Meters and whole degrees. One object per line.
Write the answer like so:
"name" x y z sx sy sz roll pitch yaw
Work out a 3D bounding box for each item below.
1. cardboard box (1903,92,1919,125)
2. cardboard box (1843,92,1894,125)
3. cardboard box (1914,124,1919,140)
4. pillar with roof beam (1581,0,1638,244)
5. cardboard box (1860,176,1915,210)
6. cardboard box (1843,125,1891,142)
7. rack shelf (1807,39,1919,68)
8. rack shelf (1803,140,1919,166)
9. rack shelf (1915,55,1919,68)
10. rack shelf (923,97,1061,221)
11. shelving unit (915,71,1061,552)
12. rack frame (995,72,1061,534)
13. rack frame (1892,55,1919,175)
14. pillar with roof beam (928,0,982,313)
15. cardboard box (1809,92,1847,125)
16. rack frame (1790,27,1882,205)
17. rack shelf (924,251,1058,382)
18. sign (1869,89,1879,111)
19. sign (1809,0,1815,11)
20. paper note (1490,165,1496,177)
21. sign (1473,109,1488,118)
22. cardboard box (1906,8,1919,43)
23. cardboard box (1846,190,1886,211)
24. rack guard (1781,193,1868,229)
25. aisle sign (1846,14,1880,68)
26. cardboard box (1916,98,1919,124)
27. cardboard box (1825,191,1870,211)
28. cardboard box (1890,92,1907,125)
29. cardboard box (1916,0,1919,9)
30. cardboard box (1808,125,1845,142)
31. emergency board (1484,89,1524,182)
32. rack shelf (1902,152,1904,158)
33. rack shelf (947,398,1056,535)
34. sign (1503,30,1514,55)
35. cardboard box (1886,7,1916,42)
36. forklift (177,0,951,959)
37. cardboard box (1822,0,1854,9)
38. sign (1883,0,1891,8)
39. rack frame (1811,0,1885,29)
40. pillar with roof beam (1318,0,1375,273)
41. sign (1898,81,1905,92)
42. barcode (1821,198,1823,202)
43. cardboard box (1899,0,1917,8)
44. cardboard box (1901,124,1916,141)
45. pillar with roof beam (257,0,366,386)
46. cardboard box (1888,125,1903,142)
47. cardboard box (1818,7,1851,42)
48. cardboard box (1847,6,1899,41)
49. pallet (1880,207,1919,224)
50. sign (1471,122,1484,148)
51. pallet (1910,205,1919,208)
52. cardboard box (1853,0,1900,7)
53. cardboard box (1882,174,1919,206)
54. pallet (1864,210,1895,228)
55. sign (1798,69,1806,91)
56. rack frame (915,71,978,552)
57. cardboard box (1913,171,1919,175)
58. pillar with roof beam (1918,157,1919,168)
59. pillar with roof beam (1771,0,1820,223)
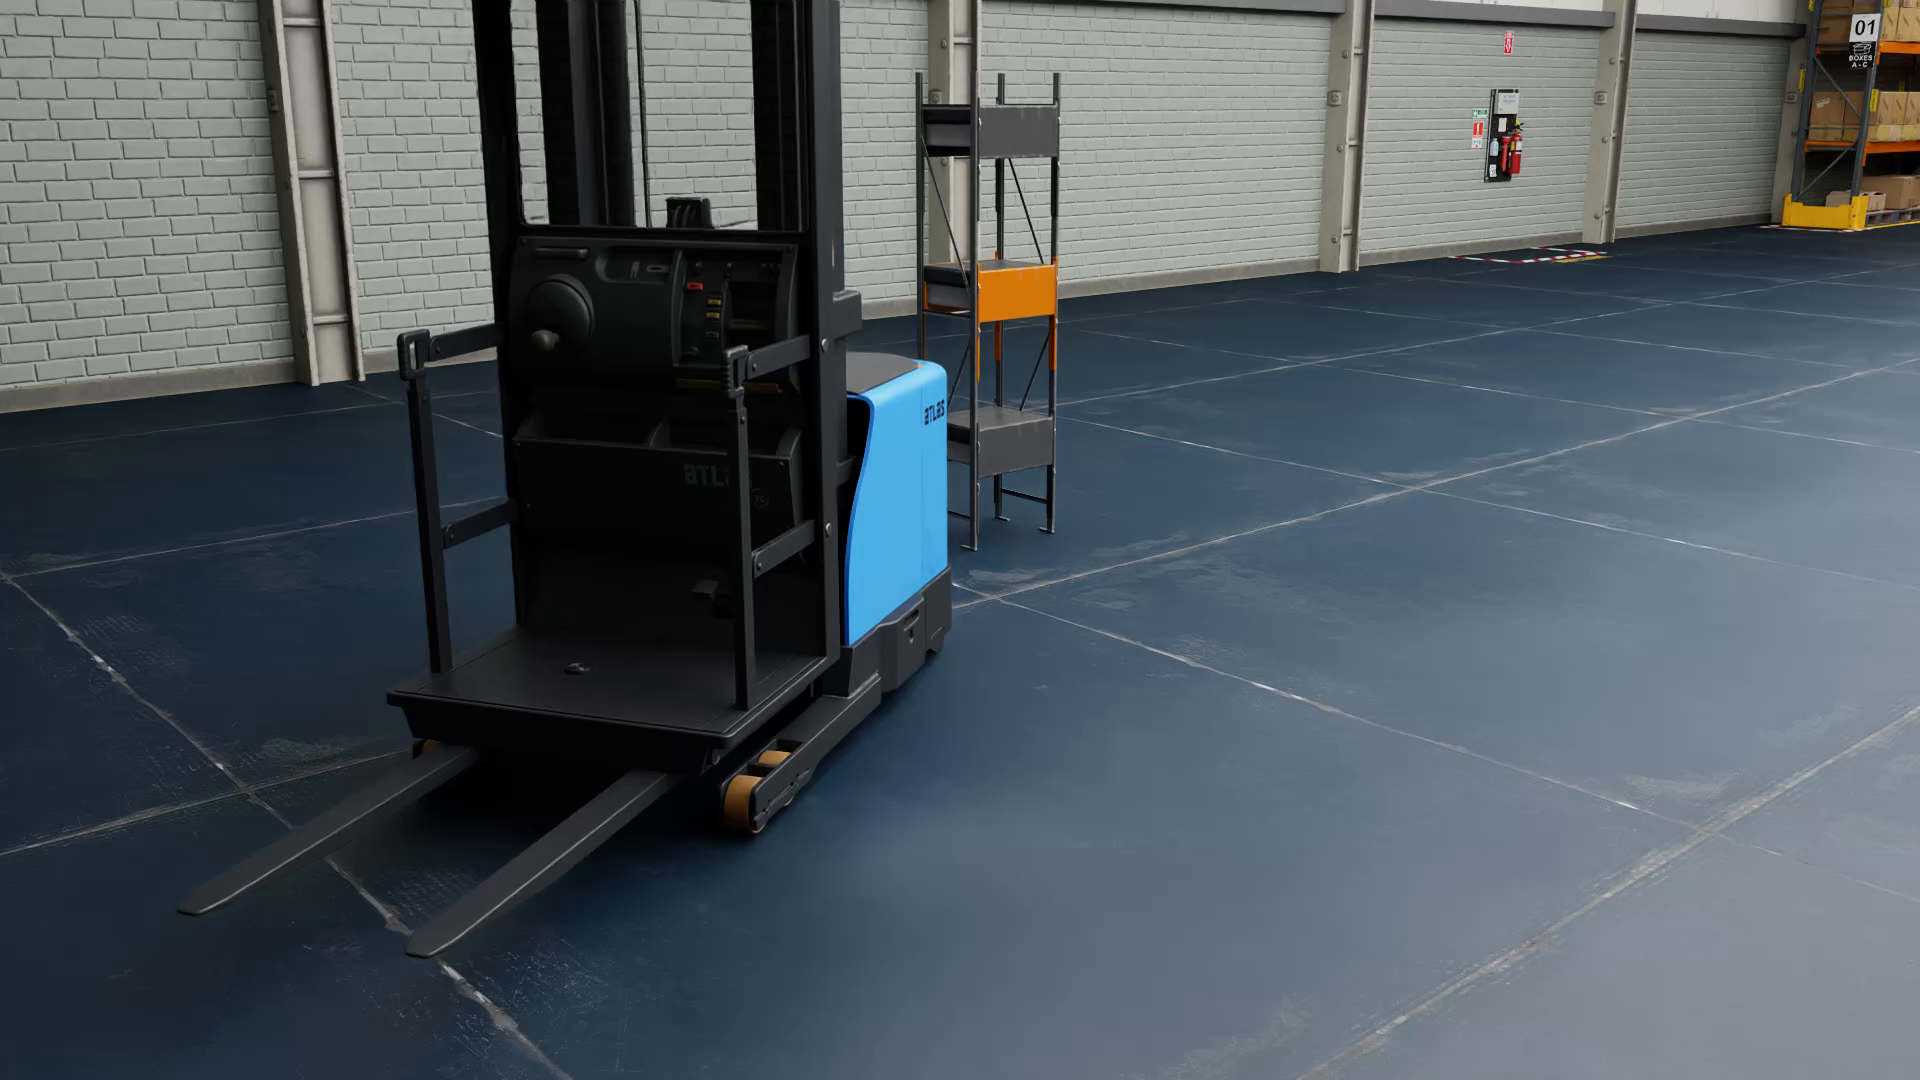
"cardboard box" 14.902 -6.878 26.486 0.500 0.500 0.500 -13 20 -41
"cardboard box" 14.128 -6.710 25.857 0.500 0.500 0.500 -13 19 -39
"cardboard box" 15.301 -6.607 26.925 0.500 0.250 0.500 -12 19 -39
"pillar with roof beam" 11.831 -7.719 19.210 0.400 9.000 9.100 -13 19 -39
"cardboard box" 15.168 -5.704 27.282 0.500 0.500 0.700 -14 21 -43
"cardboard box" 14.147 -6.346 25.948 0.500 0.250 0.500 -13 20 -41
"rack shelf" 15.080 -7.829 26.827 4.000 0.370 1.077 -13 19 -39
"rack shelf" 15.080 -6.379 27.214 4.000 0.370 1.077 -13 19 -39
"rack shelf" 18.097 -8.506 29.364 4.000 0.370 1.077 -13 19 -39
"rack shelf" 0.125 -1.706 7.407 0.480 0.518 0.431 -13 19 -39
"shelving unit" 0.125 -1.042 7.584 0.503 2.100 0.431 -13 19 -39
"rack frame" 0.309 -1.084 7.739 0.015 2.100 0.400 -13 19 -39
"rack frame" 16.588 -7.066 28.390 0.127 3.000 1.000 -13 19 -39
"pillar with roof beam" 2.778 -5.686 11.600 0.400 9.000 9.100 -13 19 -39
"cardboard box" 13.787 -6.809 26.227 0.500 0.500 0.500 -13 20 -40
"rack frame" 13.571 -6.388 25.853 0.127 3.000 1.000 -13 19 -39
"rack shelf" 0.125 -1.029 7.588 0.480 0.518 0.431 -13 19 -39
"sign" 13.927 -6.701 25.346 0.005 0.325 0.100 -13 19 -39
"sign" 13.222 -8.376 25.769 0.005 0.325 0.100 -13 19 -39
"paper note" 6.937 -4.805 21.634 0.142 0.148 0.016 -13 19 -39
"sign" 6.640 -5.446 21.230 0.331 0.109 0.001 -13 19 -39
"cardboard box" 14.805 -8.076 26.127 0.500 0.500 0.500 -12 19 -37
"cardboard box" 14.582 -5.498 26.878 0.500 0.311 0.500 -11 18 -35
"rack guard" 13.628 -5.193 26.224 0.348 0.500 1.175 -13 19 -39
"aisle sign" 13.714 -7.573 25.253 0.004 0.787 0.394 -13 19 -39
"cardboard box" 15.283 -6.968 26.822 0.500 0.500 0.500 -12 19 -38
"cardboard box" 14.152 -5.401 26.516 0.500 0.311 0.500 13 20 41
"cardboard box" 14.508 -6.792 26.163 0.500 0.500 0.500 -13 19 -39
"cardboard box" 14.812 -8.560 26.003 0.500 0.500 0.500 -12 19 -38
"cardboard box" 13.796 -6.442 26.307 0.500 0.250 0.500 -12 19 -39
"emergency board" 7.116 -5.247 21.583 0.643 1.169 0.194 -13 19 -39
"rack shelf" 18.097 -7.057 29.751 4.000 0.370 1.077 -13 19 -39
"rack shelf" 0.125 -0.353 7.768 0.480 0.518 0.431 -13 19 -39
"sign" 7.044 -6.385 21.351 0.199 0.298 0.001 -13 19 -39
"cardboard box" 14.416 -7.987 25.795 0.500 0.500 0.500 -11 19 -36
"forklift" -0.979 -0.708 4.720 1.130 2.935 3.031 5 16 18
"cardboard box" 13.724 -8.502 25.785 0.500 0.500 0.500 -12 19 -37
"sign" 13.927 -8.154 24.958 0.005 0.325 0.100 -13 19 -39
"rack frame" 13.571 -9.286 25.079 0.127 3.000 1.000 -13 19 -39
"pillar with roof beam" 7.305 -6.703 15.405 0.400 9.000 9.100 -13 19 -39
"sign" 16.221 -7.733 28.642 0.005 0.325 0.100 -13 19 -39
"barcode" 13.903 -5.487 26.818 0.075 0.075 0.001 -13 19 -39
"cardboard box" 14.432 -8.471 25.670 0.500 0.500 0.500 -13 20 -40
"cardboard box" 14.918 -6.522 26.606 0.500 0.250 0.500 -13 20 -40
"pillar with roof beam" -1.748 -4.670 7.795 0.400 9.000 9.100 -13 19 -39
"cardboard box" 14.530 -6.437 26.287 0.500 0.250 0.500 -13 20 -41
"cardboard box" 13.719 -8.015 25.899 0.500 0.500 0.500 -11 18 -35
"cardboard box" 13.987 -7.903 25.480 0.500 0.500 0.500 -12 19 -38
"pallet" 15.184 -5.390 27.520 1.213 0.211 1.003 -13 19 -39
"sign" 6.631 -5.191 21.302 0.234 0.329 0.001 -13 19 -39
"pallet" 16.105 -5.598 28.298 1.213 0.211 1.003 -13 19 -39
"cardboard box" 14.021 -8.396 25.389 0.500 0.500 0.500 14 21 43
"cardboard box" 15.832 -5.887 27.968 0.500 0.500 0.500 14 21 43
"pallet" 14.264 -5.184 26.750 1.213 0.211 1.003 -13 19 -39
"sign" 13.222 -7.212 26.080 0.005 0.325 0.100 -13 19 -39
"rack frame" -0.059 -1.001 7.429 0.015 2.100 0.400 -13 19 -39
"cardboard box" 17.133 -6.198 29.134 0.500 0.500 0.700 -12 19 -38
"pillar with roof beam" 20.883 -9.752 26.821 0.400 9.000 9.100 -13 19 -39
"pillar with roof beam" 16.357 -8.735 23.015 0.400 9.000 9.100 -13 19 -39
